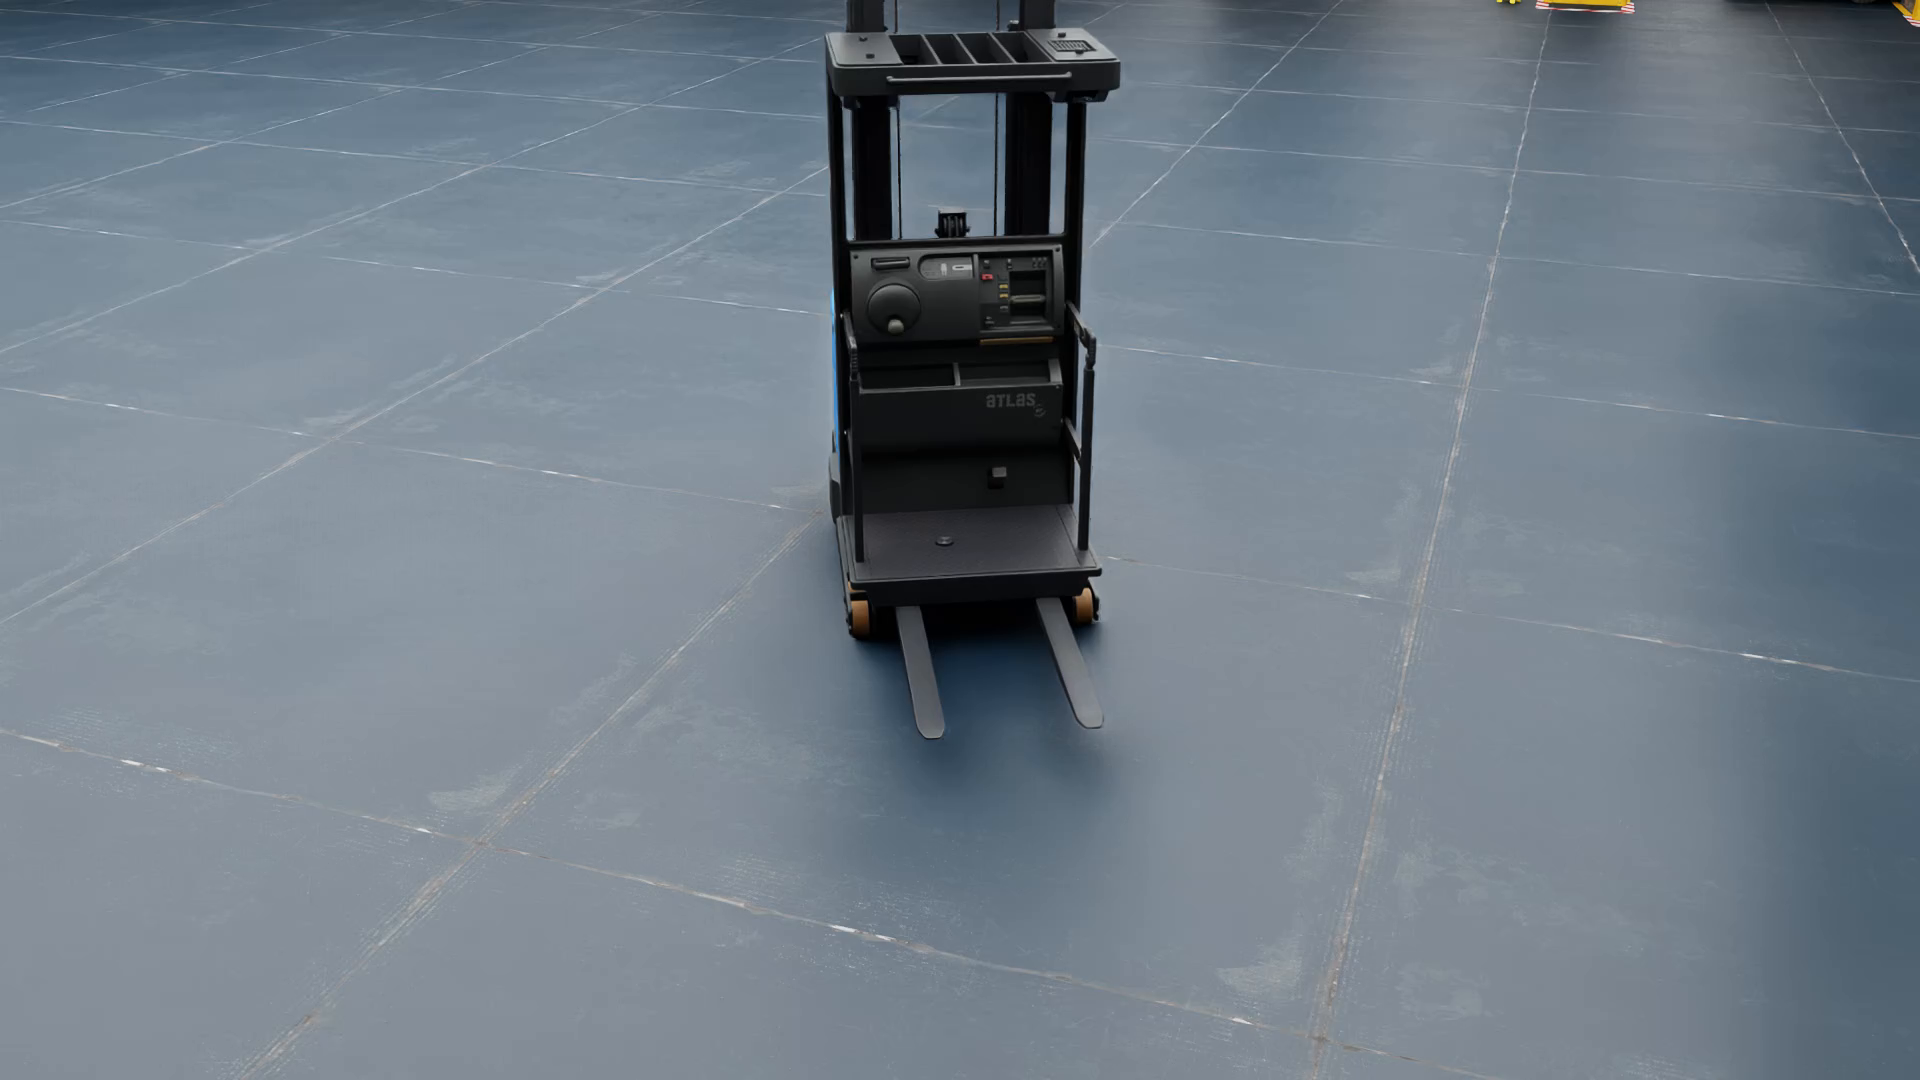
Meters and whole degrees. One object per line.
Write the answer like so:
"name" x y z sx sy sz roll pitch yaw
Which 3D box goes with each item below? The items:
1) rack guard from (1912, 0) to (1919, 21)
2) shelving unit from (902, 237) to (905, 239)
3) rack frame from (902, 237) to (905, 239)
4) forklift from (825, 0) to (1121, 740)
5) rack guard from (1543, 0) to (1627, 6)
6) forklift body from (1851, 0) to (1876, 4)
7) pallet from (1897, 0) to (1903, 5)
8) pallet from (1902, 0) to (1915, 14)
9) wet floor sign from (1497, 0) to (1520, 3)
"rack guard" 13.962 -7.477 23.118 1.175 0.500 0.348 9 27 17
"shelving unit" -0.365 -1.005 8.931 0.258 1.200 0.189 -7 19 -14
"rack frame" -0.389 -1.032 9.015 0.240 1.200 0.006 -7 19 -14
"forklift" 0.020 -1.050 7.054 1.130 2.935 3.031 -3 26 -6
"rack guard" 9.313 -8.236 24.687 1.175 0.500 0.348 9 27 17
"forklift body" 12.881 -9.273 24.935 2.313 2.155 1.214 9 27 17
"pallet" 14.593 -8.177 24.895 1.003 0.211 1.213 9 27 17
"pallet" 14.185 -7.677 23.863 1.003 0.211 1.213 9 27 17
"wet floor sign" 8.216 -8.347 24.750 0.267 0.644 0.232 20 32 35
